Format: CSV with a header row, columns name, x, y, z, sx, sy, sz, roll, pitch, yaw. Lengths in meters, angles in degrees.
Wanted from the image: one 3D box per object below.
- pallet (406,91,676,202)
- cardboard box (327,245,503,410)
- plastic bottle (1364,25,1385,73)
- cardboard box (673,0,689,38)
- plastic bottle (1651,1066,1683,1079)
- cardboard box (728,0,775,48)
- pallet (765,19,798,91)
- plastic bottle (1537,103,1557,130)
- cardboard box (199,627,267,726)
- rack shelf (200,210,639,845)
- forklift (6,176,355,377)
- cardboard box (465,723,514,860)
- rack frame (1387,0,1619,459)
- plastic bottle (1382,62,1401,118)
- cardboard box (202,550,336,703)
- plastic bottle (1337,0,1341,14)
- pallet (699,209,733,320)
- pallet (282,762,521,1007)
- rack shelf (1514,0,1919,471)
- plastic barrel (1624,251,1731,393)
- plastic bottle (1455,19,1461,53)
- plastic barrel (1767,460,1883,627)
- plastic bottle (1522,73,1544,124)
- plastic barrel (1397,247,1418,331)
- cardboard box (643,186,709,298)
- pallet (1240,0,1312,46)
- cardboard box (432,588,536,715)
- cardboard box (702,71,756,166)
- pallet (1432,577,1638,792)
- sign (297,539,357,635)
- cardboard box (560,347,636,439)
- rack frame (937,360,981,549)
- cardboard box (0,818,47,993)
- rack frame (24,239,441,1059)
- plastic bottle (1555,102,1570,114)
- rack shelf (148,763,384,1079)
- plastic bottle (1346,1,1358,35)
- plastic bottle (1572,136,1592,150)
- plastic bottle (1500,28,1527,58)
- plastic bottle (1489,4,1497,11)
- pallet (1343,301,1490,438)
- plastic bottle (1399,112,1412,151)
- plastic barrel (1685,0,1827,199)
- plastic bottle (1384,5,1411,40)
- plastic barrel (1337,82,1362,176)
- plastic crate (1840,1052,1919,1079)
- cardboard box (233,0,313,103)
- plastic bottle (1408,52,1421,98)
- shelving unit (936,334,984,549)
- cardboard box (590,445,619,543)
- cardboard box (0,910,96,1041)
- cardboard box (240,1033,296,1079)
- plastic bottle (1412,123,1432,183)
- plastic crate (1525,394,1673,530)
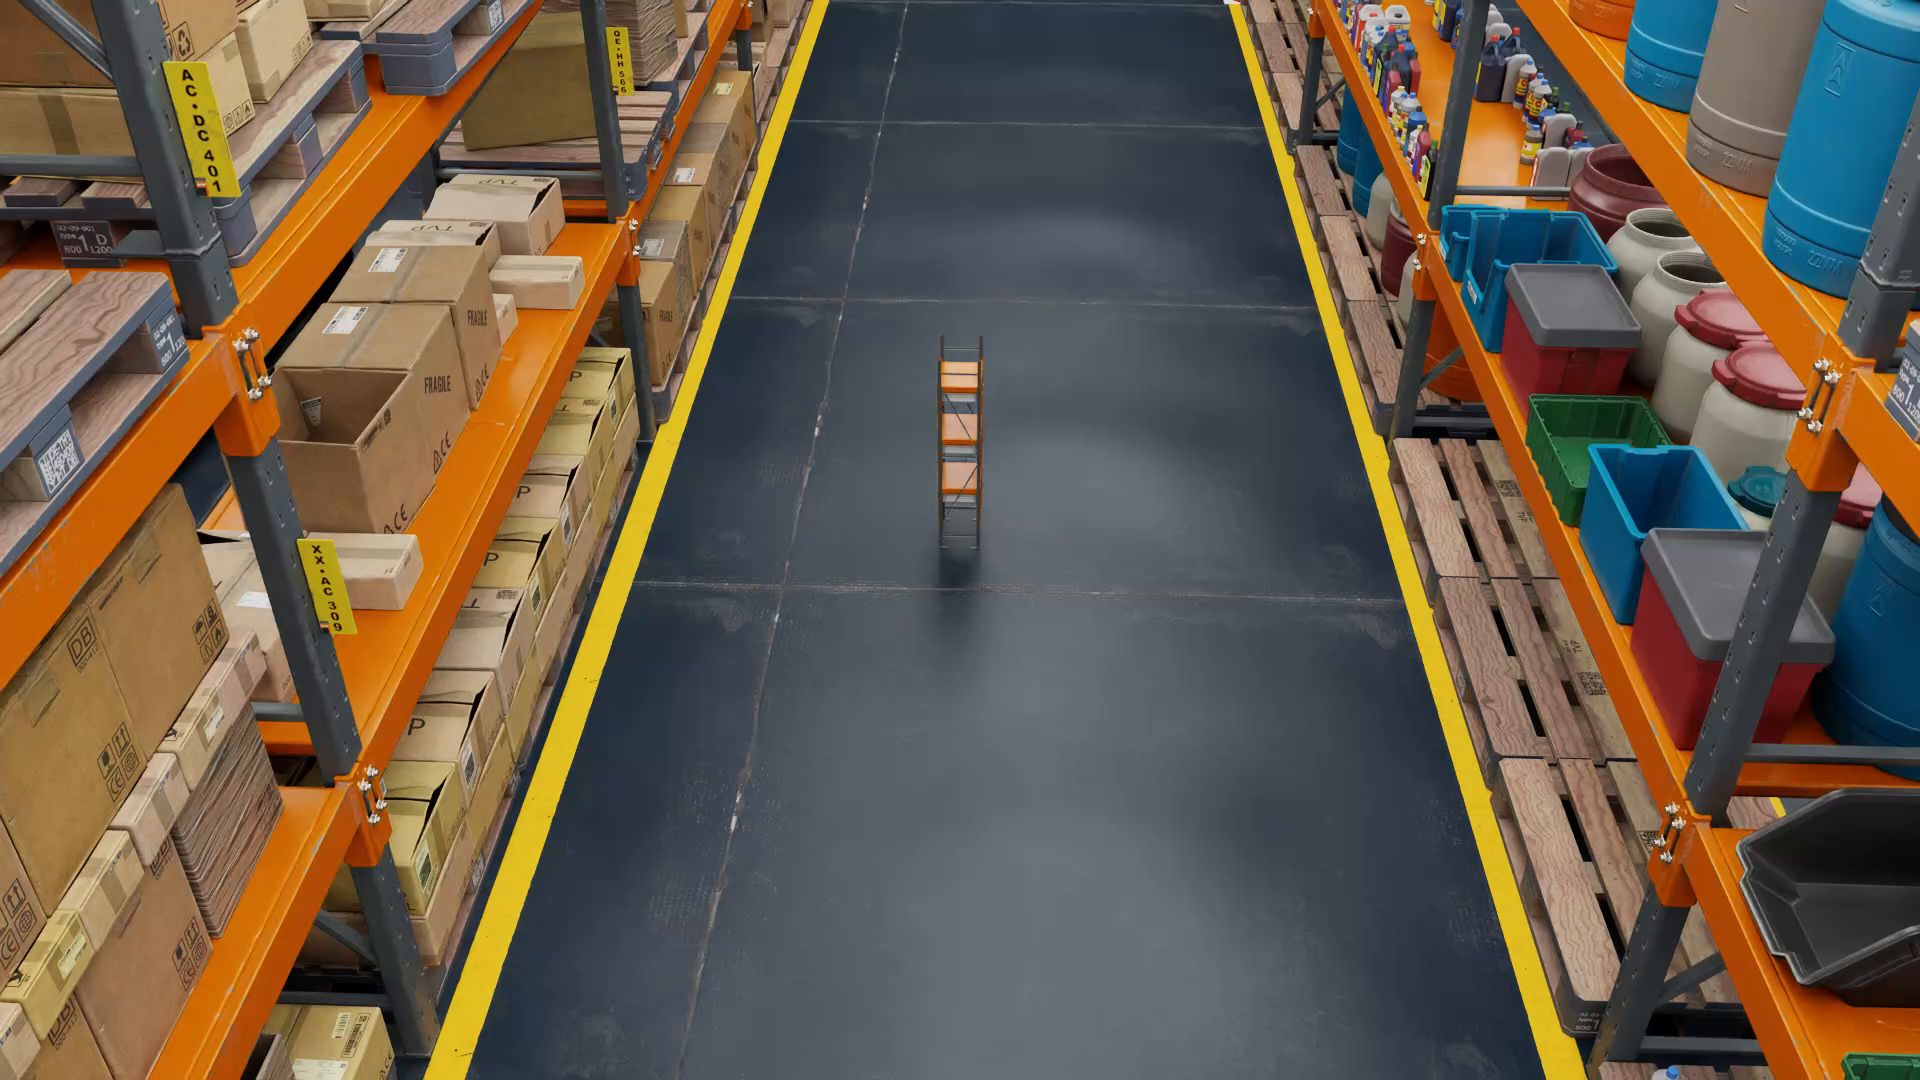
name,x,y,z,sx,sy,sz,roll,pitch,yaw
pallet,-2.198,-2.103,8.801,1.213,0.211,1.003,1,35,2
cardboard box,-2.206,-0.867,6.788,0.500,0.500,0.500,0,35,-1
plastic bottle,2.477,-2.931,9.924,0.097,0.271,0.097,0,35,0
cardboard box,-2.004,-3.285,9.863,0.700,0.500,0.500,-7,36,-10
plastic bottle,2.182,1.733,5.165,0.097,0.271,0.097,0,35,0
cardboard box,-1.924,-4.327,13.586,0.797,0.503,0.637,1,35,2
pallet,-1.920,-4.045,13.822,1.003,0.211,1.213,1,35,2
plastic bottle,3.124,-2.196,8.878,0.097,0.271,0.097,0,35,0
cardboard box,-2.113,0.362,4.475,0.380,0.149,0.250,1,35,2
rack shelf,-2.236,-0.347,6.761,1.077,0.370,4.000,1,35,2
forklift,-4.422,-2.088,8.672,1.130,2.935,3.031,1,35,1
cardboard box,-2.030,0.941,6.328,0.500,0.250,0.500,2,35,3
rack frame,2.794,-1.674,8.023,1.000,3.000,0.127,1,35,2
plastic bottle,2.430,-2.525,9.336,0.061,0.283,0.133,1,35,2
cardboard box,-2.340,0.285,5.366,0.500,0.250,0.500,3,35,5
plastic bottle,2.522,-3.547,10.861,0.097,0.201,0.097,0,35,0
pallet,-2.036,-1.777,10.595,1.003,0.211,1.213,1,35,2
pallet,-2.325,1.224,6.325,1.003,0.211,1.213,1,35,2
rack shelf,2.714,-1.458,5.733,1.077,0.370,4.000,1,35,2
plastic barrel,2.949,-0.882,6.799,0.421,0.512,0.421,0,35,0
plastic bottle,3.096,-3.101,10.165,0.097,0.271,0.097,0,35,0
plastic barrel,2.891,0.024,5.489,0.433,0.535,0.433,0,35,0
plastic bottle,3.203,-2.460,9.253,0.097,0.271,0.097,0,35,0
plastic barrel,2.730,-1.436,9.483,0.421,0.512,0.421,0,35,0
cardboard box,-1.811,-1.792,9.982,0.500,0.500,0.500,1,35,1
pallet,3.043,-4.657,14.692,1.003,0.211,1.213,1,35,2
cardboard box,-2.005,0.415,6.590,0.500,0.311,0.500,0,35,0
cardboard box,-1.728,-2.956,11.639,0.500,0.500,0.500,1,35,2
pallet,2.672,0.610,7.198,1.003,0.211,1.213,1,35,2
sign,-1.761,0.133,4.630,0.100,0.325,0.005,1,35,2
cardboard box,-1.930,-0.760,8.261,0.500,0.311,0.500,2,35,3
rack frame,-0.003,-0.390,7.892,0.200,1.050,0.008,1,35,2
cardboard box,-2.367,0.769,3.332,0.700,0.500,0.500,1,35,2
rack frame,-2.316,0.508,4.919,1.000,3.000,0.127,1,35,2
plastic bottle,3.204,-2.209,8.886,0.061,0.283,0.133,1,35,2
rack shelf,-2.396,1.951,3.491,1.077,0.370,4.000,1,35,2
plastic bottle,2.505,-3.302,10.512,0.097,0.201,0.097,0,35,0
plastic bottle,3.166,-1.929,8.497,0.097,0.271,0.097,0,35,0
plastic bottle,3.200,-2.784,9.645,0.144,0.351,0.185,1,35,2
plastic bottle,3.227,-3.188,10.285,0.152,0.276,0.135,1,35,2
pallet,2.784,-0.987,9.471,1.003,0.211,1.213,1,35,2
plastic bottle,2.428,-2.201,8.946,0.097,0.201,0.097,0,35,0
plastic barrel,2.463,-1.481,4.704,0.600,0.901,0.600,0,35,0
plastic bottle,2.670,-3.129,10.201,0.152,0.276,0.135,1,35,2
plastic barrel,2.916,-2.973,11.332,0.600,0.901,0.708,1,35,2
plastic crate,2.297,1.484,3.714,0.450,0.188,0.662,1,35,2
cardboard box,-2.262,-1.500,4.932,0.500,0.250,0.500,-2,35,-3
plastic bottle,2.581,-2.628,9.482,0.061,0.283,0.133,1,35,2
shelving unit,0.002,-0.460,7.992,0.215,1.050,0.252,1,35,2
cardboard box,-1.950,-0.233,7.999,0.500,0.250,0.500,1,35,1
cardboard box,-2.155,0.947,3.643,0.380,0.149,0.250,1,35,2
cardboard box,-2.148,1.712,4.579,0.500,0.500,0.500,1,35,2
plastic bottle,2.393,-2.001,8.590,0.061,0.283,0.133,1,35,2
plastic crate,2.421,-0.296,6.247,0.450,0.188,0.662,1,35,2
